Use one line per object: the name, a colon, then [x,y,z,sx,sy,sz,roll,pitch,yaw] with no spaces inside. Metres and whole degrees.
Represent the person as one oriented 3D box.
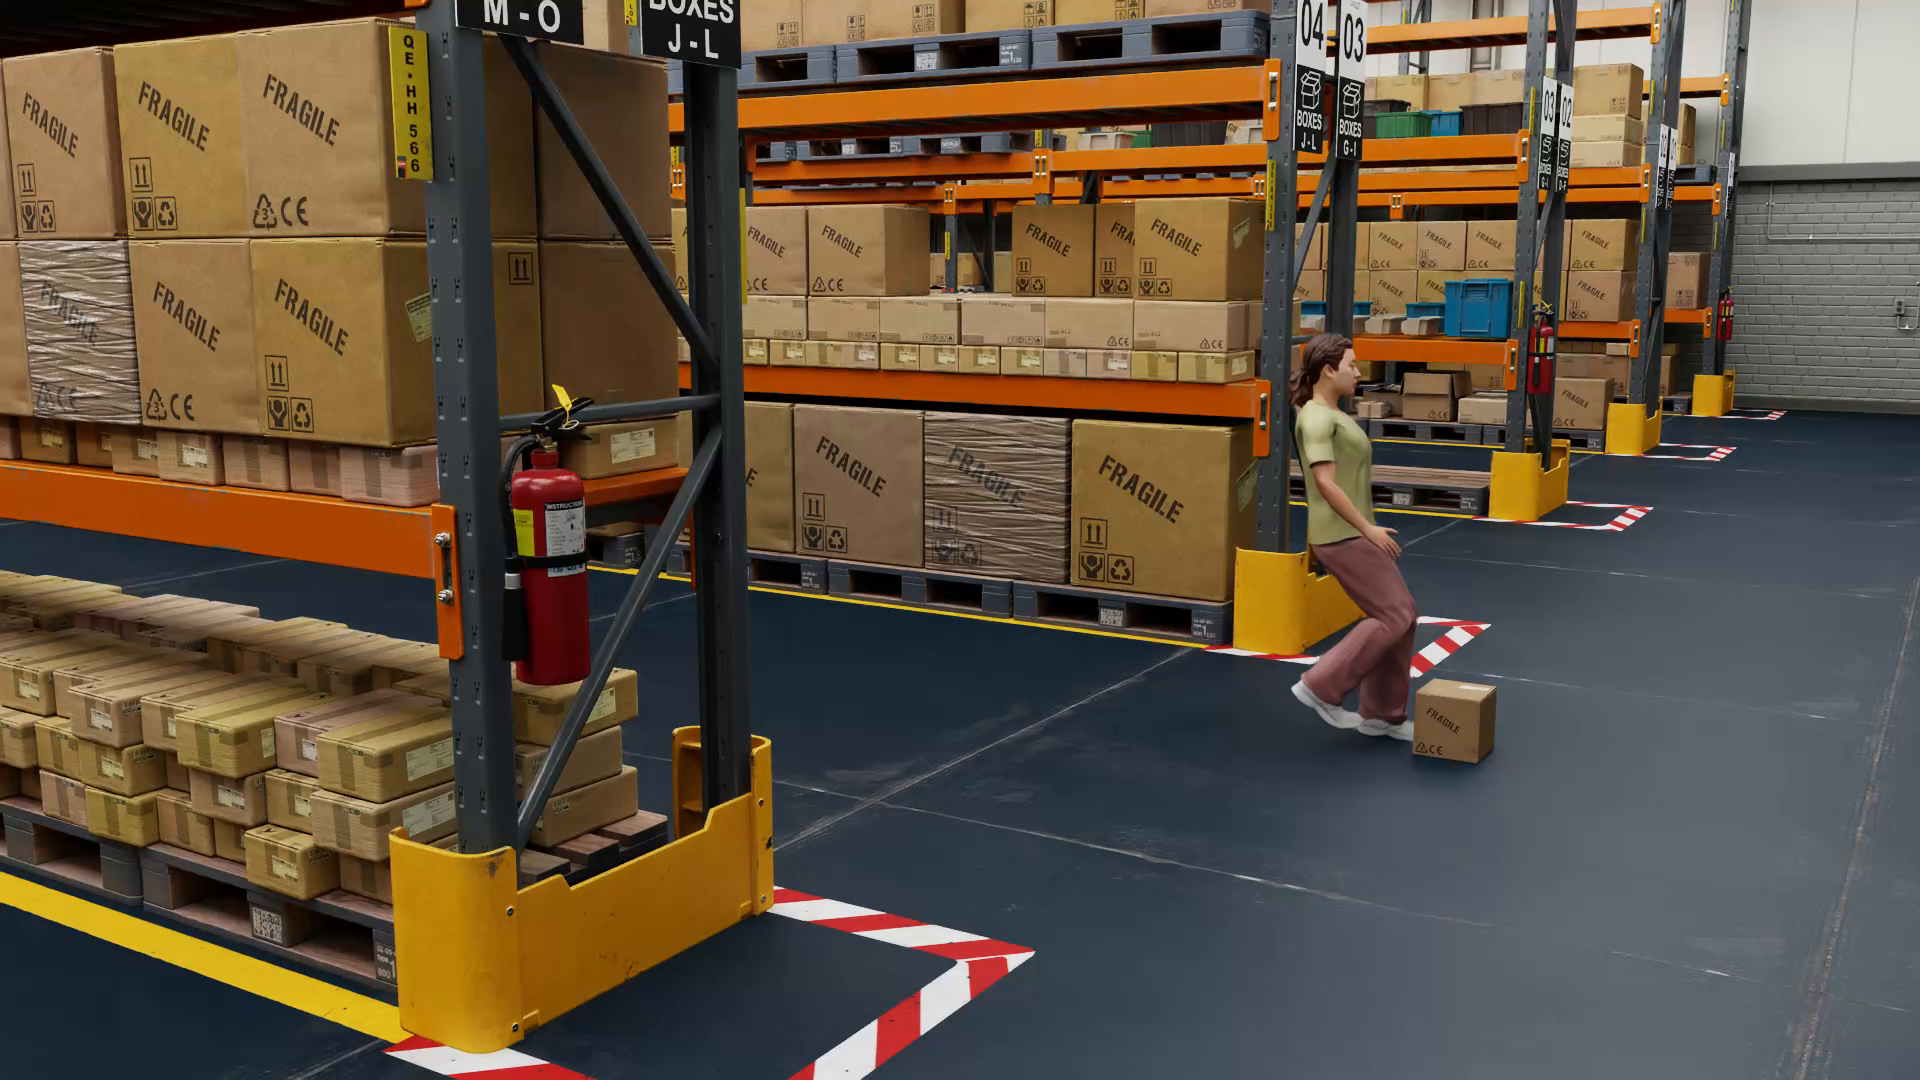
person: [1.590,0.001,6.603,0.640,1.622,0.475,4,10,21]
